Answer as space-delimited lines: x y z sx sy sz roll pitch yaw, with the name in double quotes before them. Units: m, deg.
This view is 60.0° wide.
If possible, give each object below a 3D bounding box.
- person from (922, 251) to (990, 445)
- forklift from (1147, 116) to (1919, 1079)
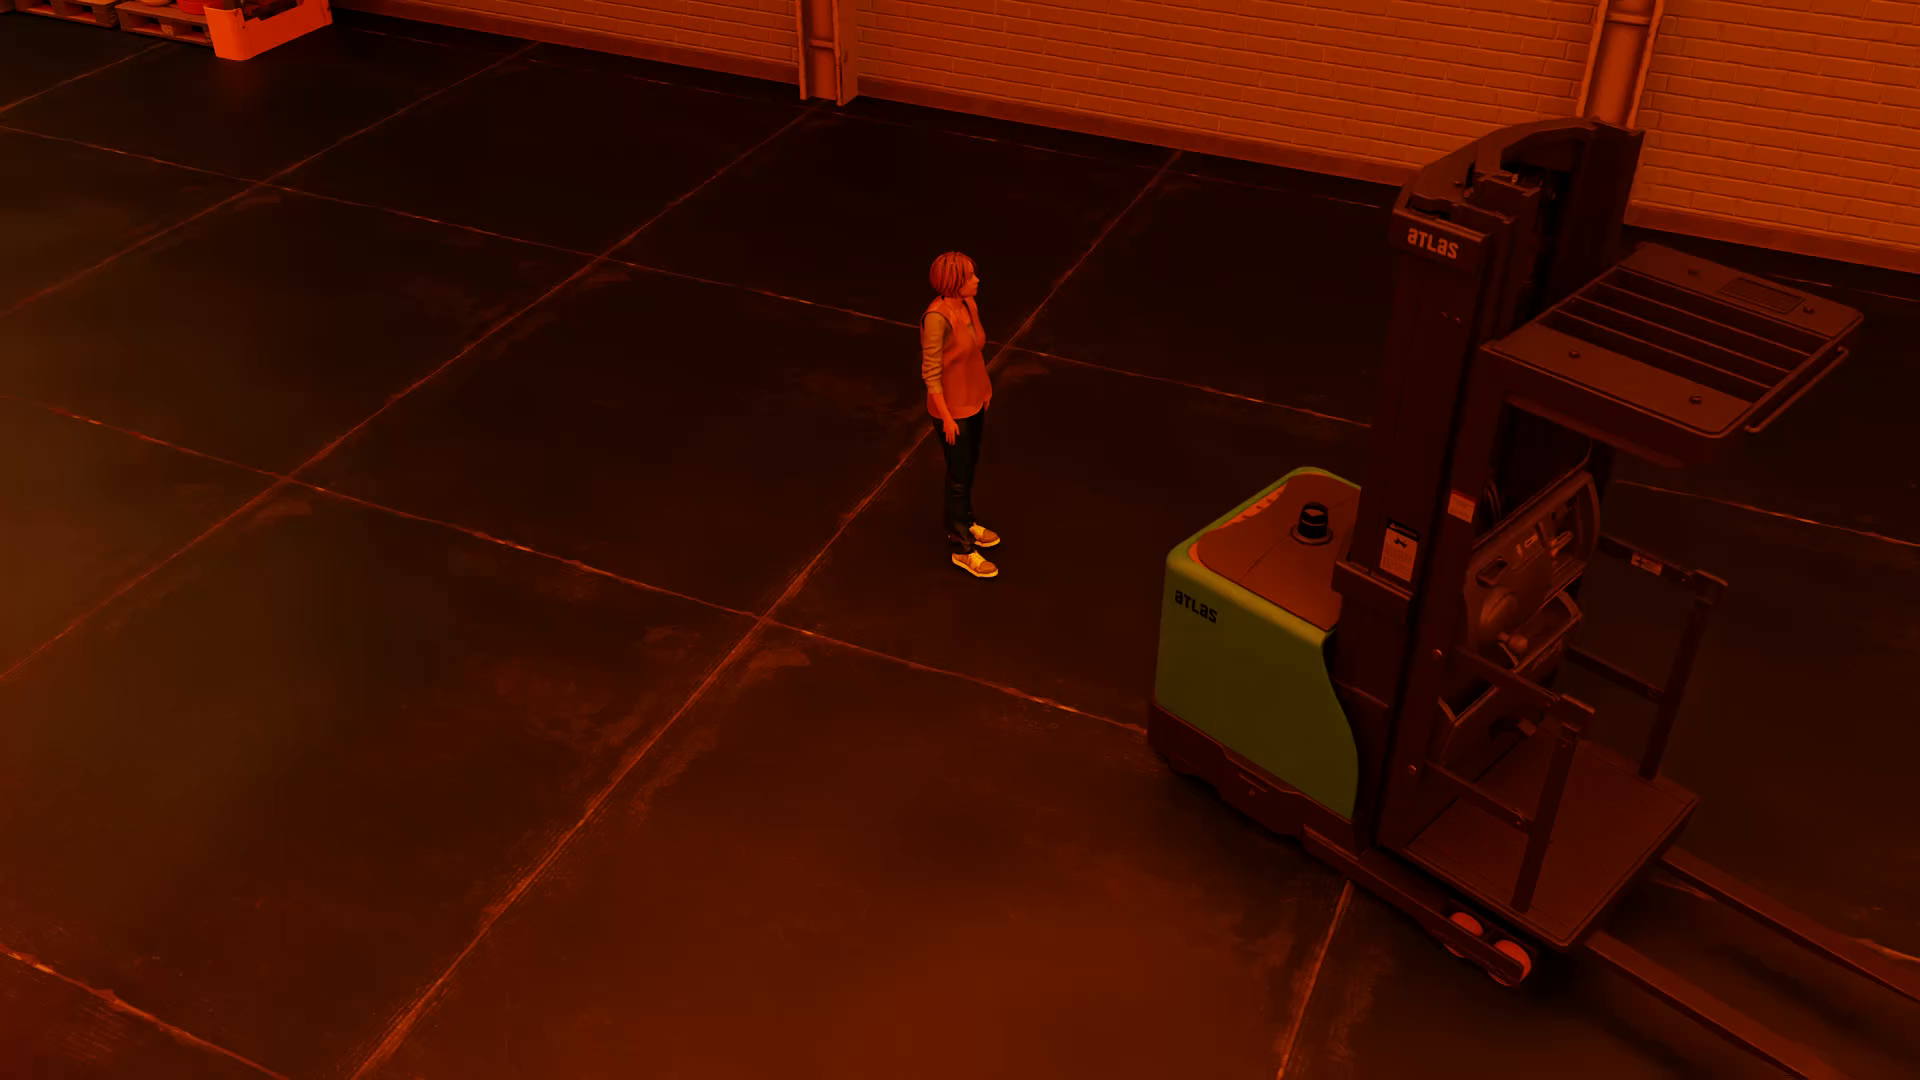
"person" -0.025 -0.937 7.951 0.258 0.918 0.502 15 38 20
"forklift" 2.213 0.140 5.890 1.130 2.935 3.031 -30 45 -35
